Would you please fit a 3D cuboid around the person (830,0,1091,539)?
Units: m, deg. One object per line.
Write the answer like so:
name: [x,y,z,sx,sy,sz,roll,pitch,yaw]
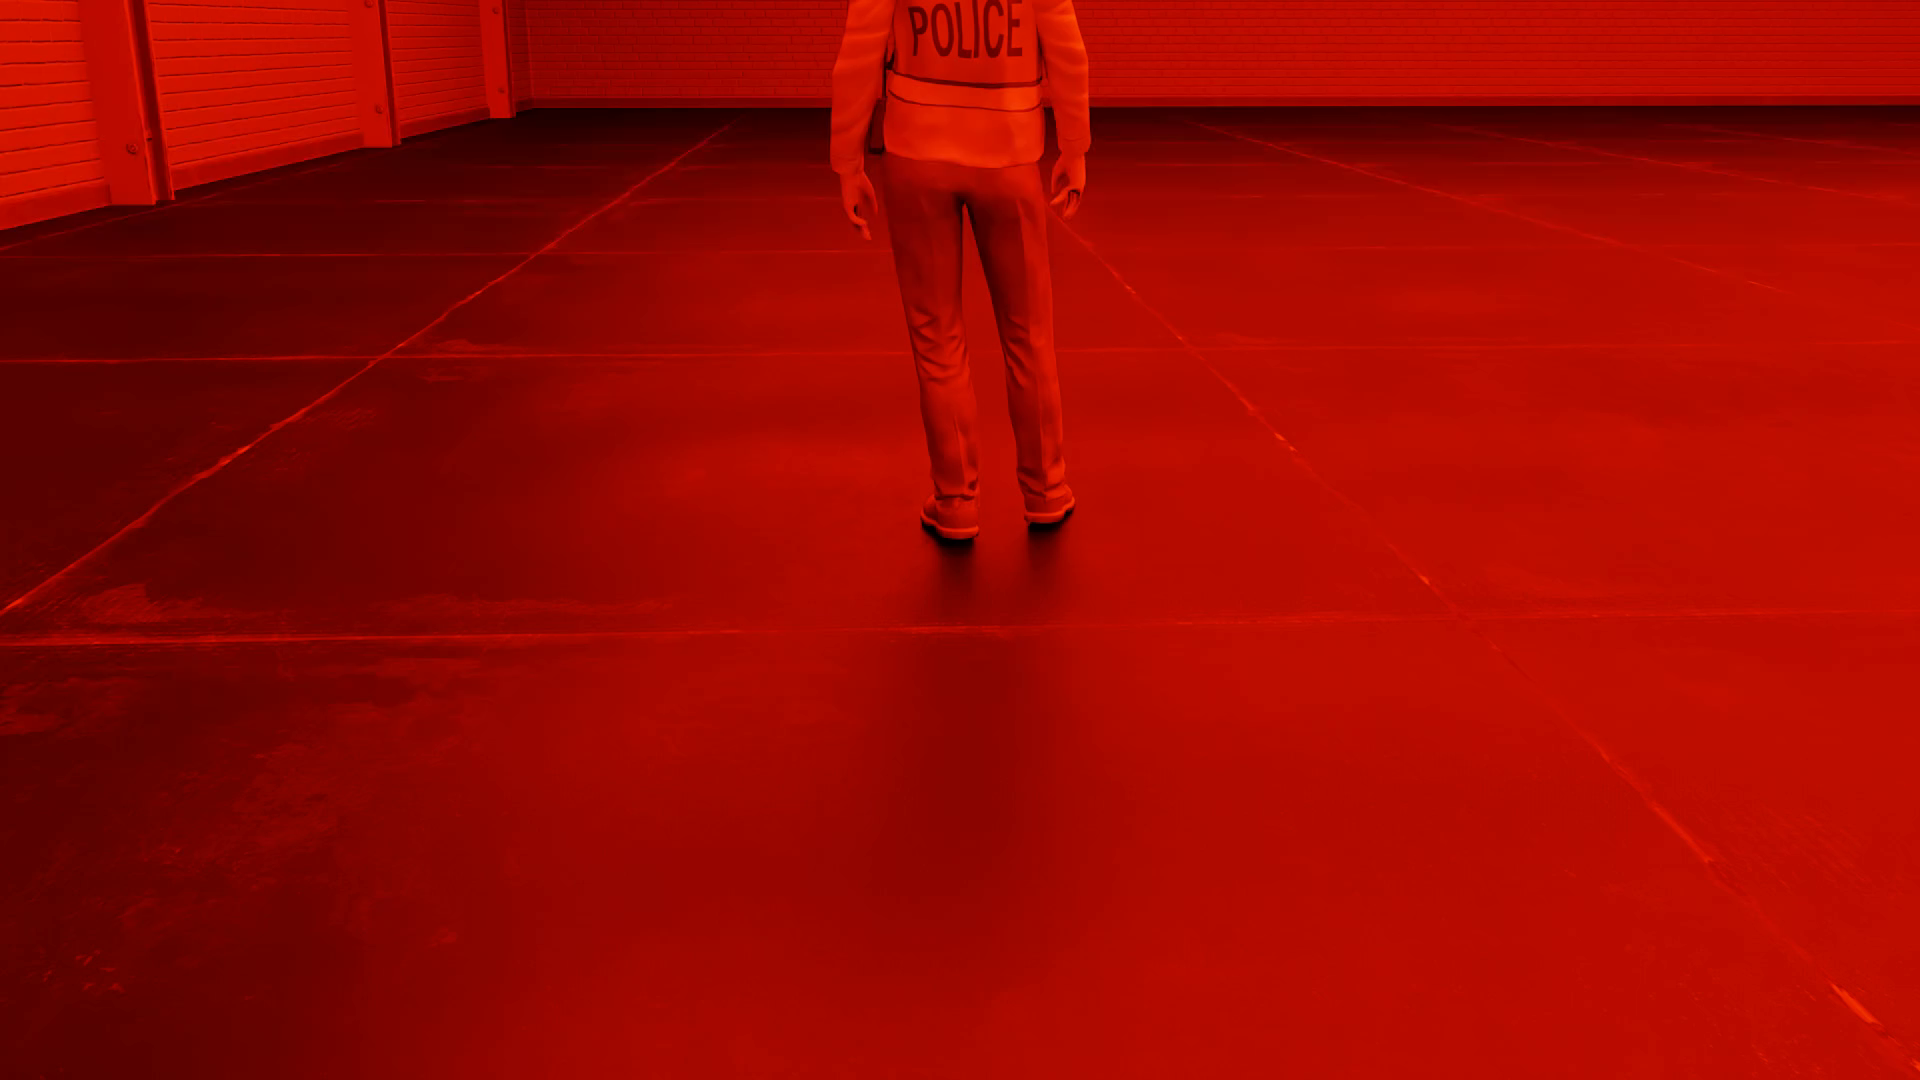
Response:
person: [0.003,-0.837,3.734,0.586,1.694,0.530,-1,17,-3]
